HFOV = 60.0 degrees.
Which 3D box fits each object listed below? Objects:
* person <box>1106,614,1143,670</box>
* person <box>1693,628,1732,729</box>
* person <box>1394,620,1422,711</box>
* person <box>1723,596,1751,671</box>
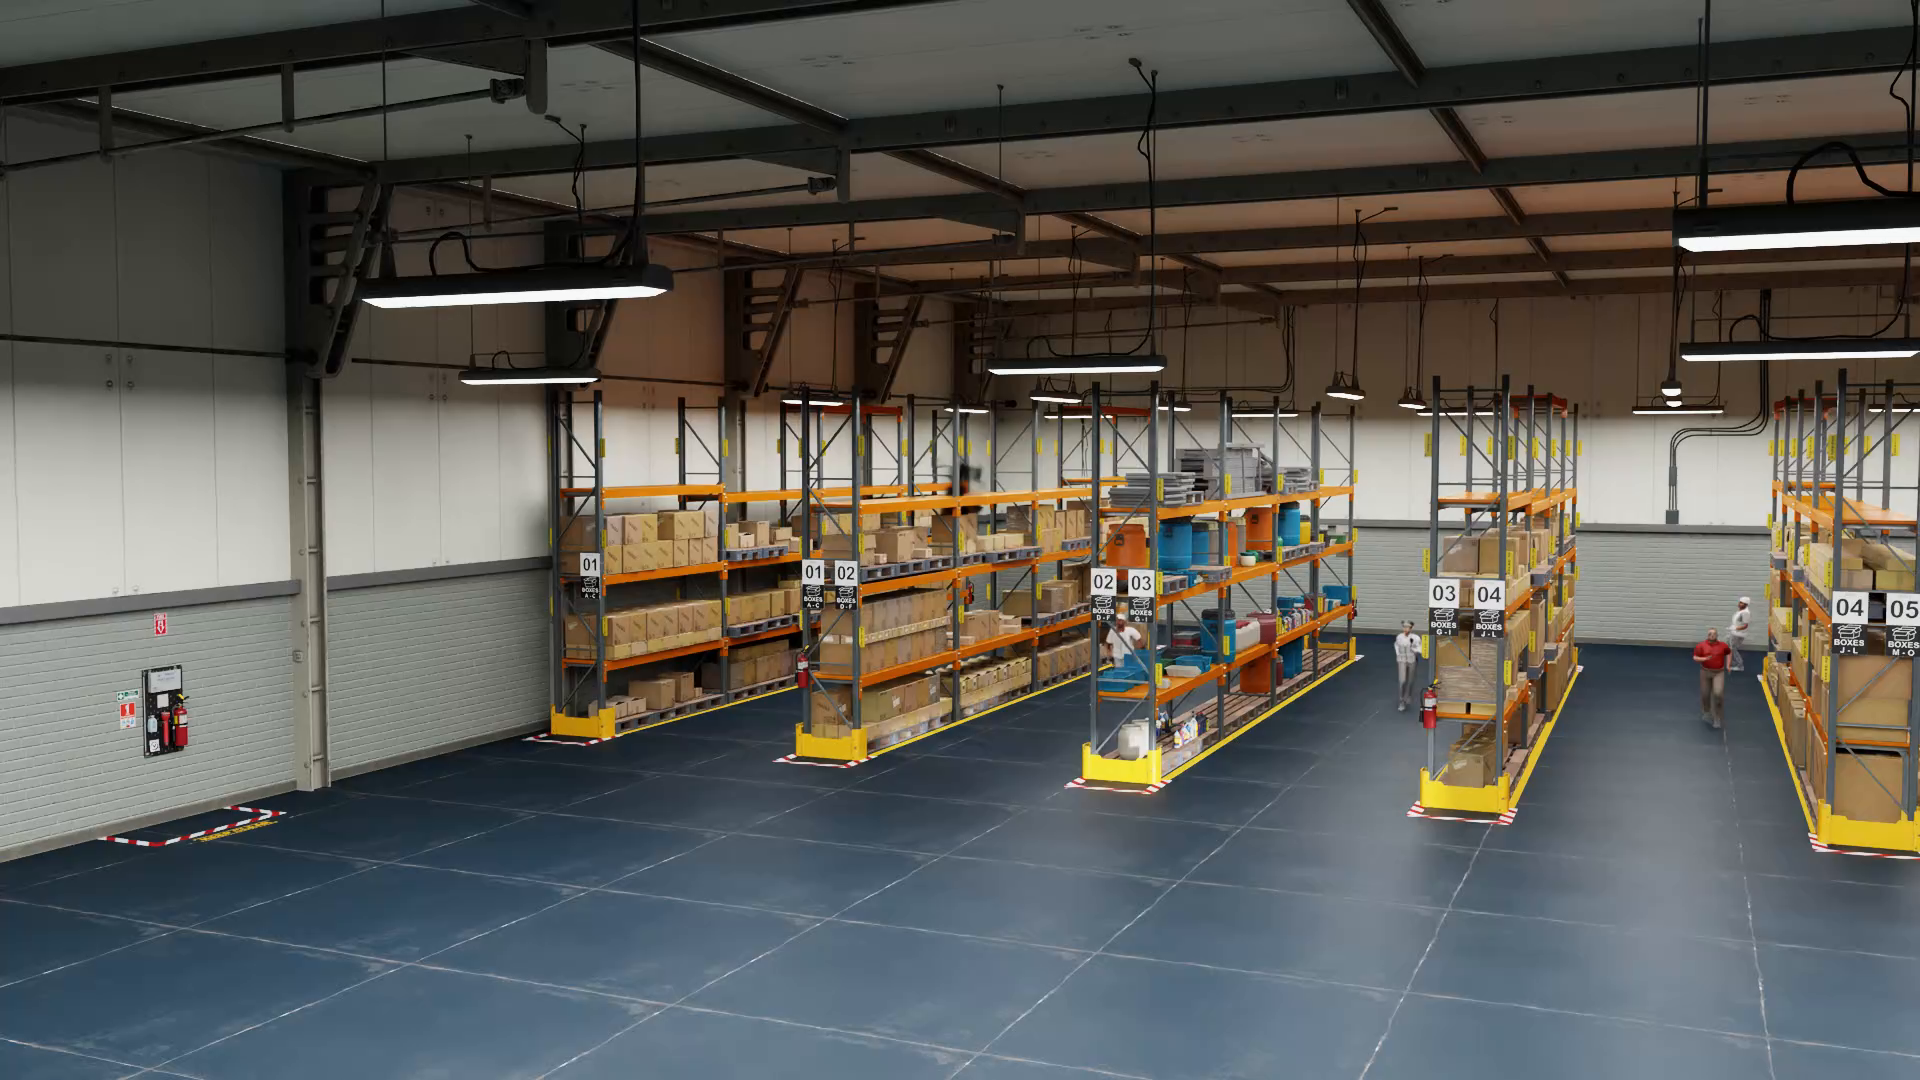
[{"bbox_3d":[3.206,2.308,32.682,0.722,1.729,0.649,1,3,23],"label":"person"},{"bbox_3d":[13.584,2.479,30.036,0.640,1.790,0.824,2,4,26],"label":"person"},{"bbox_3d":[8.630,2.399,31.982,0.584,1.754,0.760,1,3,21],"label":"person"},{"bbox_3d":[17.331,2.092,37.156,0.558,1.709,0.789,1,3,19],"label":"person"}]
